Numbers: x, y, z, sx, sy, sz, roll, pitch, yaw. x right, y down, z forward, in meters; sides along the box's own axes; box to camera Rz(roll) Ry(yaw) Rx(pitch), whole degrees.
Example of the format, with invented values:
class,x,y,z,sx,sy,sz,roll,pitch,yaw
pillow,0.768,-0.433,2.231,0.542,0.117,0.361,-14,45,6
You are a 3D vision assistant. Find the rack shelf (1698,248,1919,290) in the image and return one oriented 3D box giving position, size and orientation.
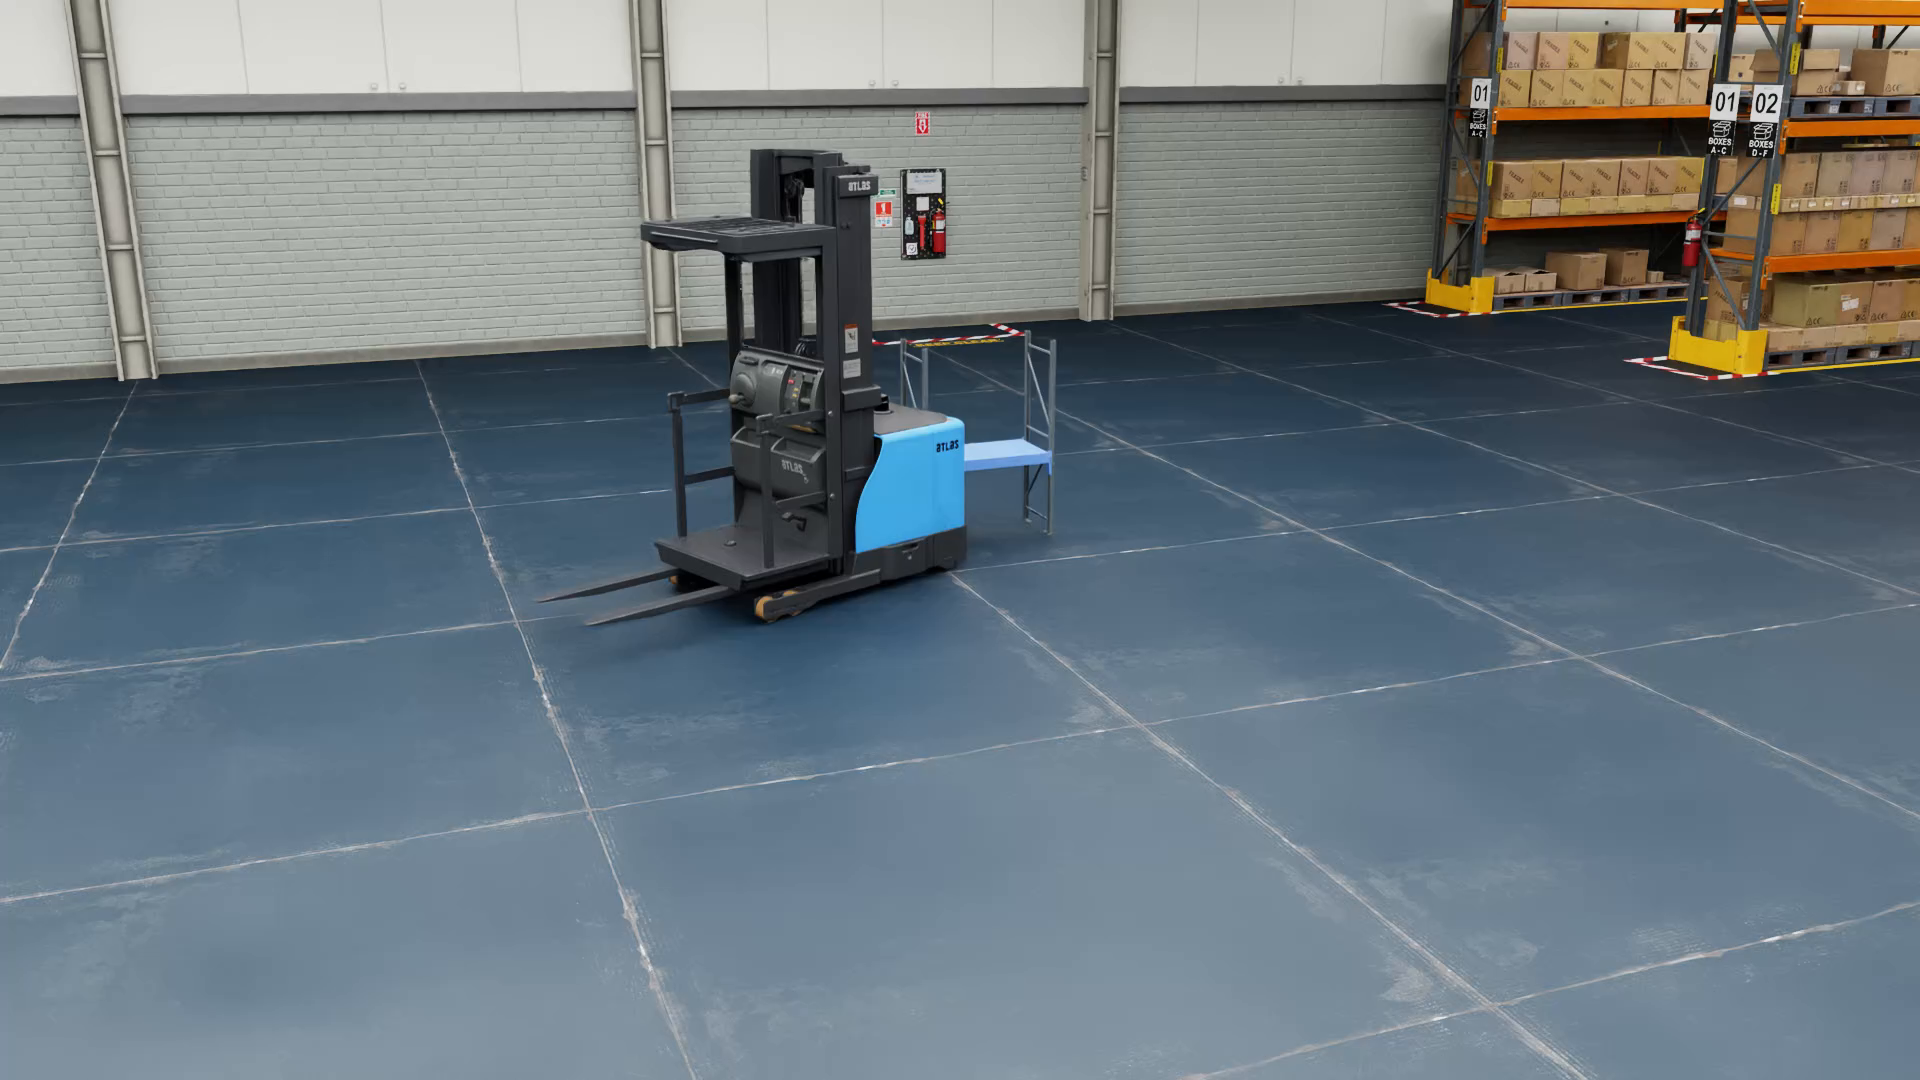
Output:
class,x,y,z,sx,sy,sz,roll,pitch,yaw
rack shelf,10.782,-3.357,19.984,4.000,0.370,1.077,-6,17,-20

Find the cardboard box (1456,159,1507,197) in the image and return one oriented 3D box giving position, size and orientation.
class,x,y,z,sx,sy,sz,roll,pitch,yaw
cardboard box,7.502,-5.205,23.898,0.500,0.500,0.500,-6,18,-21

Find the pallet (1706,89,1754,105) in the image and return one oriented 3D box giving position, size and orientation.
class,x,y,z,sx,sy,sz,roll,pitch,yaw
pallet,11.488,-6.591,24.727,1.003,0.211,1.213,-6,17,-20

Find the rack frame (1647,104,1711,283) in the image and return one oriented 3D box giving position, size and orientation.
class,x,y,z,sx,sy,sz,roll,pitch,yaw
rack frame,10.874,-5.207,25.007,0.127,3.000,1.000,-6,17,-20

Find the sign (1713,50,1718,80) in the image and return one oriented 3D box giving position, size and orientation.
class,x,y,z,sx,sy,sz,roll,pitch,yaw
sign,8.733,-5.471,19.151,0.005,0.325,0.100,-6,17,-20

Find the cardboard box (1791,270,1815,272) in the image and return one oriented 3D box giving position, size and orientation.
class,x,y,z,sx,sy,sz,roll,pitch,yaw
cardboard box,12.979,-4.457,26.108,0.500,0.500,0.700,-6,17,-20

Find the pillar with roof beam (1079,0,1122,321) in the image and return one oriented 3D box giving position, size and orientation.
class,x,y,z,sx,sy,sz,roll,pitch,yaw
pillar with roof beam,3.420,-6.243,17.886,0.400,9.000,9.100,-6,17,-20

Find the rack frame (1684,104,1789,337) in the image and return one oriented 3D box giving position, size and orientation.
class,x,y,z,sx,sy,sz,roll,pitch,yaw
rack frame,8.914,-3.501,19.196,0.127,3.000,1.000,-6,17,-20

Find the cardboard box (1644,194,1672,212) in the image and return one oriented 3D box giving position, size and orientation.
class,x,y,z,sx,sy,sz,roll,pitch,yaw
cardboard box,10.072,-4.969,24.427,0.500,0.250,0.500,-6,17,-20

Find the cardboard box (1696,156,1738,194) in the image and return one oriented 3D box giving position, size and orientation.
class,x,y,z,sx,sy,sz,roll,pitch,yaw
cardboard box,11.361,-5.509,25.075,0.500,0.500,0.700,-6,17,-20

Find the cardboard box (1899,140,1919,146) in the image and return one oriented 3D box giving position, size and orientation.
class,x,y,z,sx,sy,sz,roll,pitch,yaw
cardboard box,15.152,-6.151,26.150,0.500,0.250,0.500,-6,17,-19

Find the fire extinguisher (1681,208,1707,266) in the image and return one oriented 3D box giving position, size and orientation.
class,x,y,z,sx,sy,sz,roll,pitch,yaw
fire extinguisher,8.638,-3.574,19.583,0.183,0.674,0.296,-6,17,-20

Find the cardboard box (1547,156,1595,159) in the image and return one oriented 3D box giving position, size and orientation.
class,x,y,z,sx,sy,sz,roll,pitch,yaw
cardboard box,8.927,-5.357,24.416,0.500,0.500,0.500,-6,17,-19

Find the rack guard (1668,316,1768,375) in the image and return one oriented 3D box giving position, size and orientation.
class,x,y,z,sx,sy,sz,roll,pitch,yaw
rack guard,8.892,-2.299,19.540,0.348,0.500,1.175,-6,17,-20

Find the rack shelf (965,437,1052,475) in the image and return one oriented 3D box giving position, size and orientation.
class,x,y,z,sx,sy,sz,roll,pitch,yaw
rack shelf,0.132,-0.597,12.609,1.000,0.185,0.538,-6,18,-21

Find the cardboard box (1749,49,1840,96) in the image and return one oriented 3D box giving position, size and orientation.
class,x,y,z,sx,sy,sz,roll,pitch,yaw
cardboard box,9.453,-5.315,18.874,0.637,0.503,0.797,-5,17,-16

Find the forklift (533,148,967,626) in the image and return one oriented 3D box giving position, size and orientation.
class,x,y,z,sx,sy,sz,roll,pitch,yaw
forklift,-1.374,-1.038,10.930,3.031,2.935,1.130,-15,22,-41

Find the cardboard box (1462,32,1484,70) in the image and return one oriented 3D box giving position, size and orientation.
class,x,y,z,sx,sy,sz,roll,pitch,yaw
cardboard box,7.447,-6.893,23.435,0.500,0.500,0.500,-5,17,-18

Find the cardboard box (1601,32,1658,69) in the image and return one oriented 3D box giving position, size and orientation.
class,x,y,z,sx,sy,sz,roll,pitch,yaw
cardboard box,9.511,-6.948,23.625,0.500,0.500,0.500,-7,18,-22

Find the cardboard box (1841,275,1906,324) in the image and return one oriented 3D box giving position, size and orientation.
class,x,y,z,sx,sy,sz,roll,pitch,yaw
cardboard box,10.896,-2.889,19.916,0.500,0.500,0.500,-6,17,-20

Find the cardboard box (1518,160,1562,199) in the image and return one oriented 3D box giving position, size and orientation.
class,x,y,z,sx,sy,sz,roll,pitch,yaw
cardboard box,8.157,-5.118,23.601,0.500,0.500,0.500,-6,17,-20

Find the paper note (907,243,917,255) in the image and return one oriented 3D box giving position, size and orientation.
class,x,y,z,sx,sy,sz,roll,pitch,yaw
paper note,-0.631,-3.836,21.900,0.142,0.148,0.016,-6,17,-20

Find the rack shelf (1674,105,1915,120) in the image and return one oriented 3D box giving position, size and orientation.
class,x,y,z,sx,sy,sz,roll,pitch,yaw
rack shelf,12.741,-6.503,25.372,4.000,0.370,1.077,-6,17,-20

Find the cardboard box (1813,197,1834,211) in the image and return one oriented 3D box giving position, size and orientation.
class,x,y,z,sx,sy,sz,roll,pitch,yaw
cardboard box,9.837,-3.895,19.210,0.250,0.149,0.380,-6,17,-20

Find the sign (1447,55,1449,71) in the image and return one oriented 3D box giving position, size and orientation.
class,x,y,z,sx,sy,sz,roll,pitch,yaw
sign,6.959,-6.816,23.590,0.005,0.325,0.100,-6,17,-20

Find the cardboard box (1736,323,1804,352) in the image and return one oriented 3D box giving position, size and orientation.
class,x,y,z,sx,sy,sz,roll,pitch,yaw
cardboard box,9.495,-2.379,19.509,0.500,0.250,0.500,-6,17,-20

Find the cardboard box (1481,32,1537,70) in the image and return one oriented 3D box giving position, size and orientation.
class,x,y,z,sx,sy,sz,roll,pitch,yaw
cardboard box,7.585,-6.755,22.968,0.500,0.500,0.500,-8,18,-24

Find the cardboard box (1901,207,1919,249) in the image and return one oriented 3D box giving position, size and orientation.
class,x,y,z,sx,sy,sz,roll,pitch,yaw
cardboard box,11.277,-3.801,20.042,0.500,0.500,0.700,-6,17,-19

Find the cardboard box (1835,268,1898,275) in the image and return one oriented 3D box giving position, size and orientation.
class,x,y,z,sx,sy,sz,roll,pitch,yaw
cardboard box,11.171,-3.081,20.570,0.500,0.500,0.500,-6,17,-20

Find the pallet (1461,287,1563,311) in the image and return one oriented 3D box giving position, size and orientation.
class,x,y,z,sx,sy,sz,roll,pitch,yaw
pallet,7.981,-3.546,24.300,1.213,0.211,1.003,-6,17,-20

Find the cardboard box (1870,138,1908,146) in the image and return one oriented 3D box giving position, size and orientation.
class,x,y,z,sx,sy,sz,roll,pitch,yaw
cardboard box,14.939,-6.284,26.603,0.500,0.250,0.500,-6,17,-19

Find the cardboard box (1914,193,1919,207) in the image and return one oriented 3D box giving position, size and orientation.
class,x,y,z,sx,sy,sz,roll,pitch,yaw
cardboard box,11.286,-4.052,19.744,0.250,0.149,0.380,-6,17,-18

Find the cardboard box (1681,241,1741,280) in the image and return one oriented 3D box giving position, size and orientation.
class,x,y,z,sx,sy,sz,roll,pitch,yaw
cardboard box,11.555,-4.297,25.564,0.500,0.500,0.700,-6,17,-18

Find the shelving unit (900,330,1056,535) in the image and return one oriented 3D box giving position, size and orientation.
class,x,y,z,sx,sy,sz,roll,pitch,yaw
shelving unit,0.132,-0.770,12.558,1.048,1.500,0.538,-6,18,-21

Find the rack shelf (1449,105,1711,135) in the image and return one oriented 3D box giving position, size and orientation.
class,x,y,z,sx,sy,sz,roll,pitch,yaw
rack shelf,9.006,-6.100,23.999,4.000,0.370,1.077,-6,17,-20

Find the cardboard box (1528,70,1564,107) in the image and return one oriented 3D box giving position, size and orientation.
class,x,y,z,sx,sy,sz,roll,pitch,yaw
cardboard box,8.054,-6.313,23.237,0.500,0.500,0.500,-5,17,-16

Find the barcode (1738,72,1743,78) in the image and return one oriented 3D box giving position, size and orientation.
class,x,y,z,sx,sy,sz,roll,pitch,yaw
barcode,9.024,-5.376,19.228,0.075,0.075,0.001,-6,17,-20

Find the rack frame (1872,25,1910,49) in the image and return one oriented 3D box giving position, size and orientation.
class,x,y,z,sx,sy,sz,roll,pitch,yaw
rack frame,14.609,-8.489,25.535,0.127,3.000,1.000,-6,17,-20

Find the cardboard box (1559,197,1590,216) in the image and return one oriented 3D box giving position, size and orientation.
class,x,y,z,sx,sy,sz,roll,pitch,yaw
cardboard box,8.665,-4.813,23.895,0.500,0.250,0.500,-6,18,-21

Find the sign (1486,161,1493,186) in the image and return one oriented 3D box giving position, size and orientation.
class,x,y,z,sx,sy,sz,roll,pitch,yaw
sign,7.333,-5.077,23.025,0.005,0.325,0.100,-6,17,-20

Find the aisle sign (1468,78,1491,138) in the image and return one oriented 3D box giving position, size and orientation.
class,x,y,z,sx,sy,sz,roll,pitch,yaw
aisle sign,7.179,-5.965,22.974,0.004,0.787,0.394,-6,17,-20

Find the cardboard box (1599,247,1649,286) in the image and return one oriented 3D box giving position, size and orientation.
class,x,y,z,sx,sy,sz,roll,pitch,yaw
cardboard box,9.919,-4.104,24.905,0.500,0.500,0.500,-8,18,-24

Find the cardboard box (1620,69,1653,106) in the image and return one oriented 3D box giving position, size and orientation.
class,x,y,z,sx,sy,sz,roll,pitch,yaw
cardboard box,9.510,-6.475,23.786,0.500,0.500,0.500,-7,18,-22

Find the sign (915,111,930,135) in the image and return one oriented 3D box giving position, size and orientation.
class,x,y,z,sx,sy,sz,roll,pitch,yaw
sign,-0.485,-5.396,21.534,0.199,0.298,0.001,-6,17,-20

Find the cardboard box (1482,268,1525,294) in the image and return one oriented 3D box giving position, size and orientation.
class,x,y,z,sx,sy,sz,roll,pitch,yaw
cardboard box,7.817,-3.771,24.107,0.500,0.311,0.500,-8,18,-26

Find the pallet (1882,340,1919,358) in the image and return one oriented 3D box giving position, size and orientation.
class,x,y,z,sx,sy,sz,roll,pitch,yaw
pallet,11.892,-2.497,20.727,1.213,0.211,1.003,-6,17,-20

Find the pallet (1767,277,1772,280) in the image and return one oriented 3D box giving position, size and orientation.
class,x,y,z,sx,sy,sz,roll,pitch,yaw
pallet,12.741,-4.072,26.091,1.213,0.211,1.003,-6,17,-20

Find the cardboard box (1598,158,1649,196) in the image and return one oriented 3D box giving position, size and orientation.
class,x,y,z,sx,sy,sz,roll,pitch,yaw
cardboard box,9.605,-5.276,24.140,0.500,0.500,0.500,-7,18,-22

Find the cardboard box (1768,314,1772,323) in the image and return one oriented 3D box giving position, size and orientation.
class,x,y,z,sx,sy,sz,roll,pitch,yaw
cardboard box,9.772,-2.568,20.156,0.500,0.250,0.500,-6,17,-20

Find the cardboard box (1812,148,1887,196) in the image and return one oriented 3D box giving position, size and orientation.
class,x,y,z,sx,sy,sz,roll,pitch,yaw
cardboard box,10.364,-4.326,19.526,0.500,0.500,0.700,-6,17,-20

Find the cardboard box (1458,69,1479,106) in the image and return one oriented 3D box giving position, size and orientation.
class,x,y,z,sx,sy,sz,roll,pitch,yaw
cardboard box,7.437,-6.409,23.564,0.500,0.500,0.500,-5,17,-16

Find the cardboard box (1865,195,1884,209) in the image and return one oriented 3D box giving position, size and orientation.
class,x,y,z,sx,sy,sz,roll,pitch,yaw
cardboard box,10.560,-3.973,19.477,0.250,0.149,0.380,-6,18,-21

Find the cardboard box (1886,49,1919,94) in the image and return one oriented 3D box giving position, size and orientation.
class,x,y,z,sx,sy,sz,roll,pitch,yaw
cardboard box,11.067,-5.529,19.601,0.637,0.503,0.797,-4,17,-14

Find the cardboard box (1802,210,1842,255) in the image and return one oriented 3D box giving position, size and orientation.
class,x,y,z,sx,sy,sz,roll,pitch,yaw
cardboard box,9.844,-3.647,19.516,0.500,0.500,0.700,-6,17,-19

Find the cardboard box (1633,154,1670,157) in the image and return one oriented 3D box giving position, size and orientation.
class,x,y,z,sx,sy,sz,roll,pitch,yaw
cardboard box,10.360,-5.512,24.945,0.500,0.500,0.500,-7,18,-21

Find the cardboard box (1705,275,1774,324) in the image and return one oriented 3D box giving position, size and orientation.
class,x,y,z,sx,sy,sz,roll,pitch,yaw
cardboard box,9.309,-2.875,19.870,0.500,0.500,0.500,-6,17,-20

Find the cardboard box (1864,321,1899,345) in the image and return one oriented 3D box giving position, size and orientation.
class,x,y,z,sx,sy,sz,roll,pitch,yaw
cardboard box,10.896,-2.529,20.023,0.500,0.250,0.500,-6,17,-20

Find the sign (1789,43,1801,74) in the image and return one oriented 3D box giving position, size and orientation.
class,x,y,z,sx,sy,sz,roll,pitch,yaw
sign,9.107,-5.251,18.140,0.005,0.325,0.100,-6,17,-20
